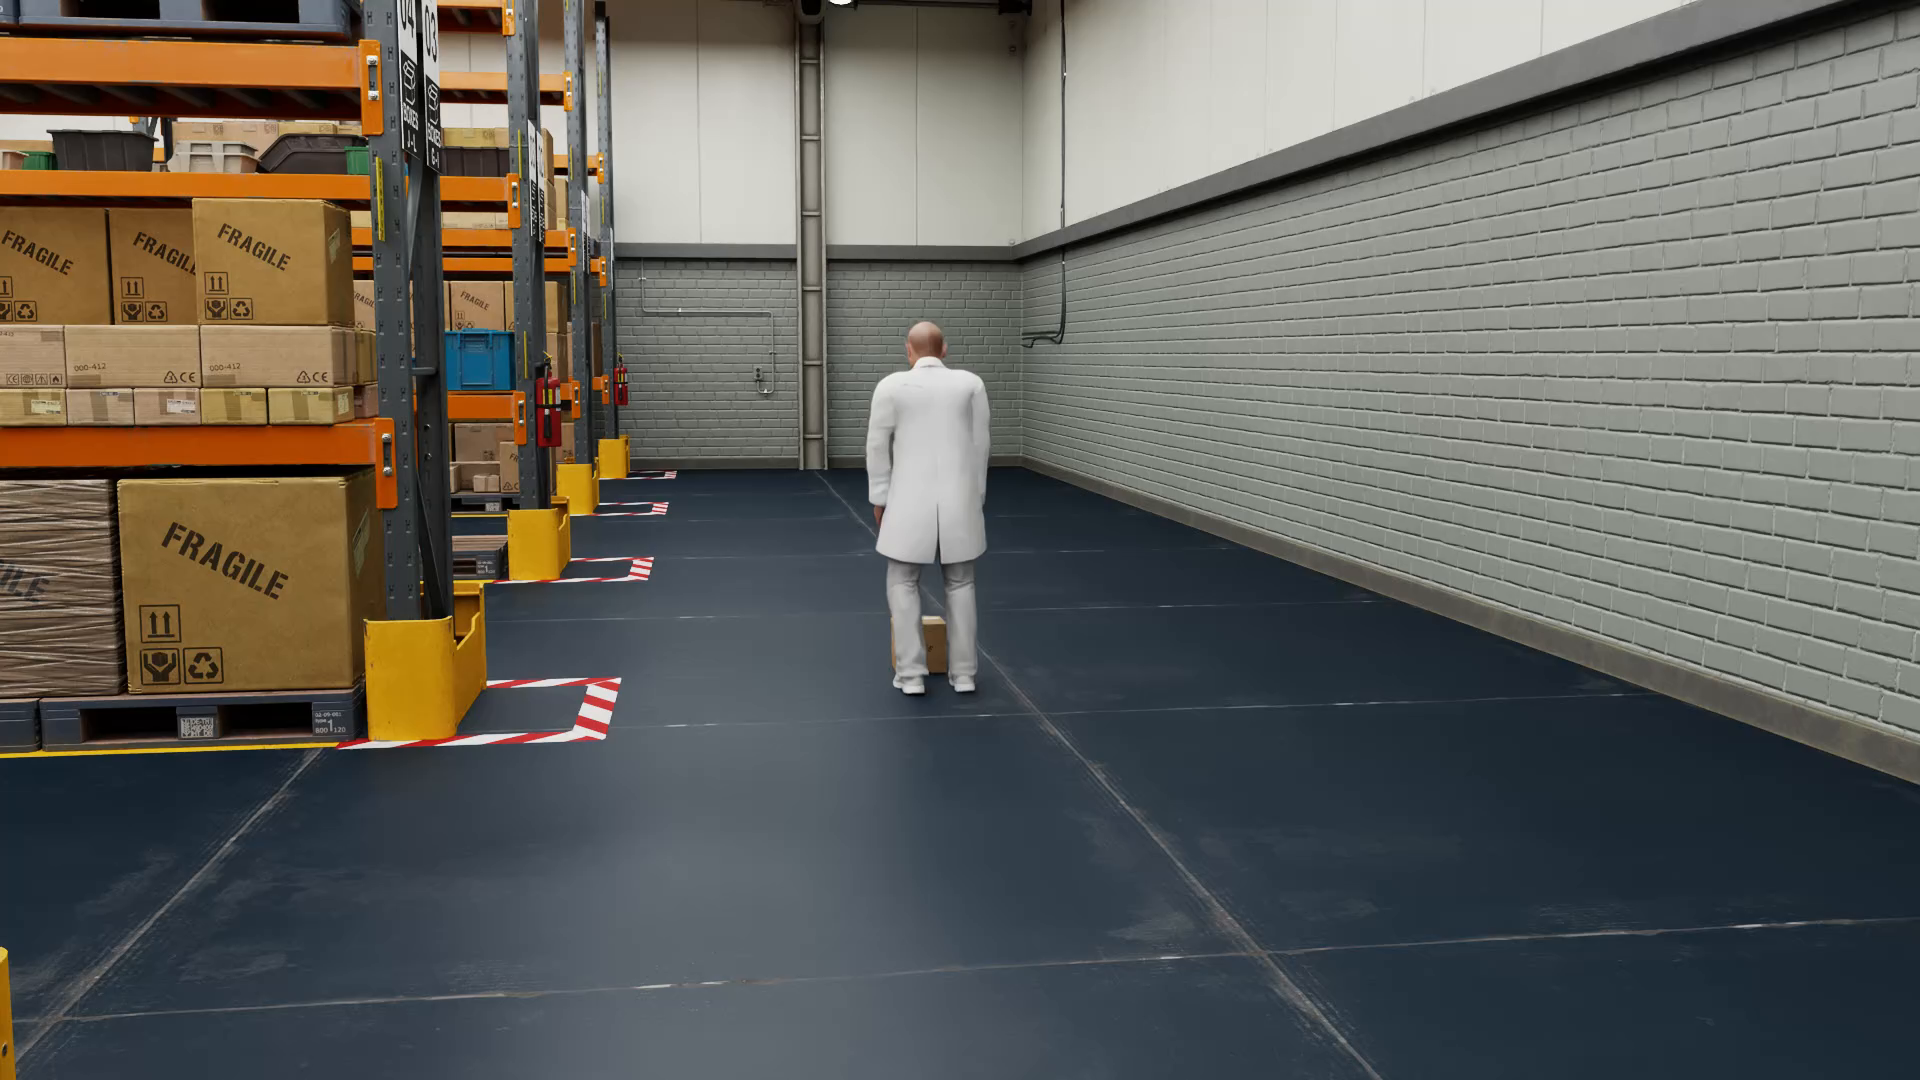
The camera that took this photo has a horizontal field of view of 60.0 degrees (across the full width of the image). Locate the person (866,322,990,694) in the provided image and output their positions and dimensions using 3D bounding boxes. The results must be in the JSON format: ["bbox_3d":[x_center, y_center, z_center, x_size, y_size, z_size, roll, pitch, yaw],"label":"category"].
[{"bbox_3d":[-0.151,-0.148,7.840,0.583,1.738,0.403,-1,6,-7],"label":"person"}]
